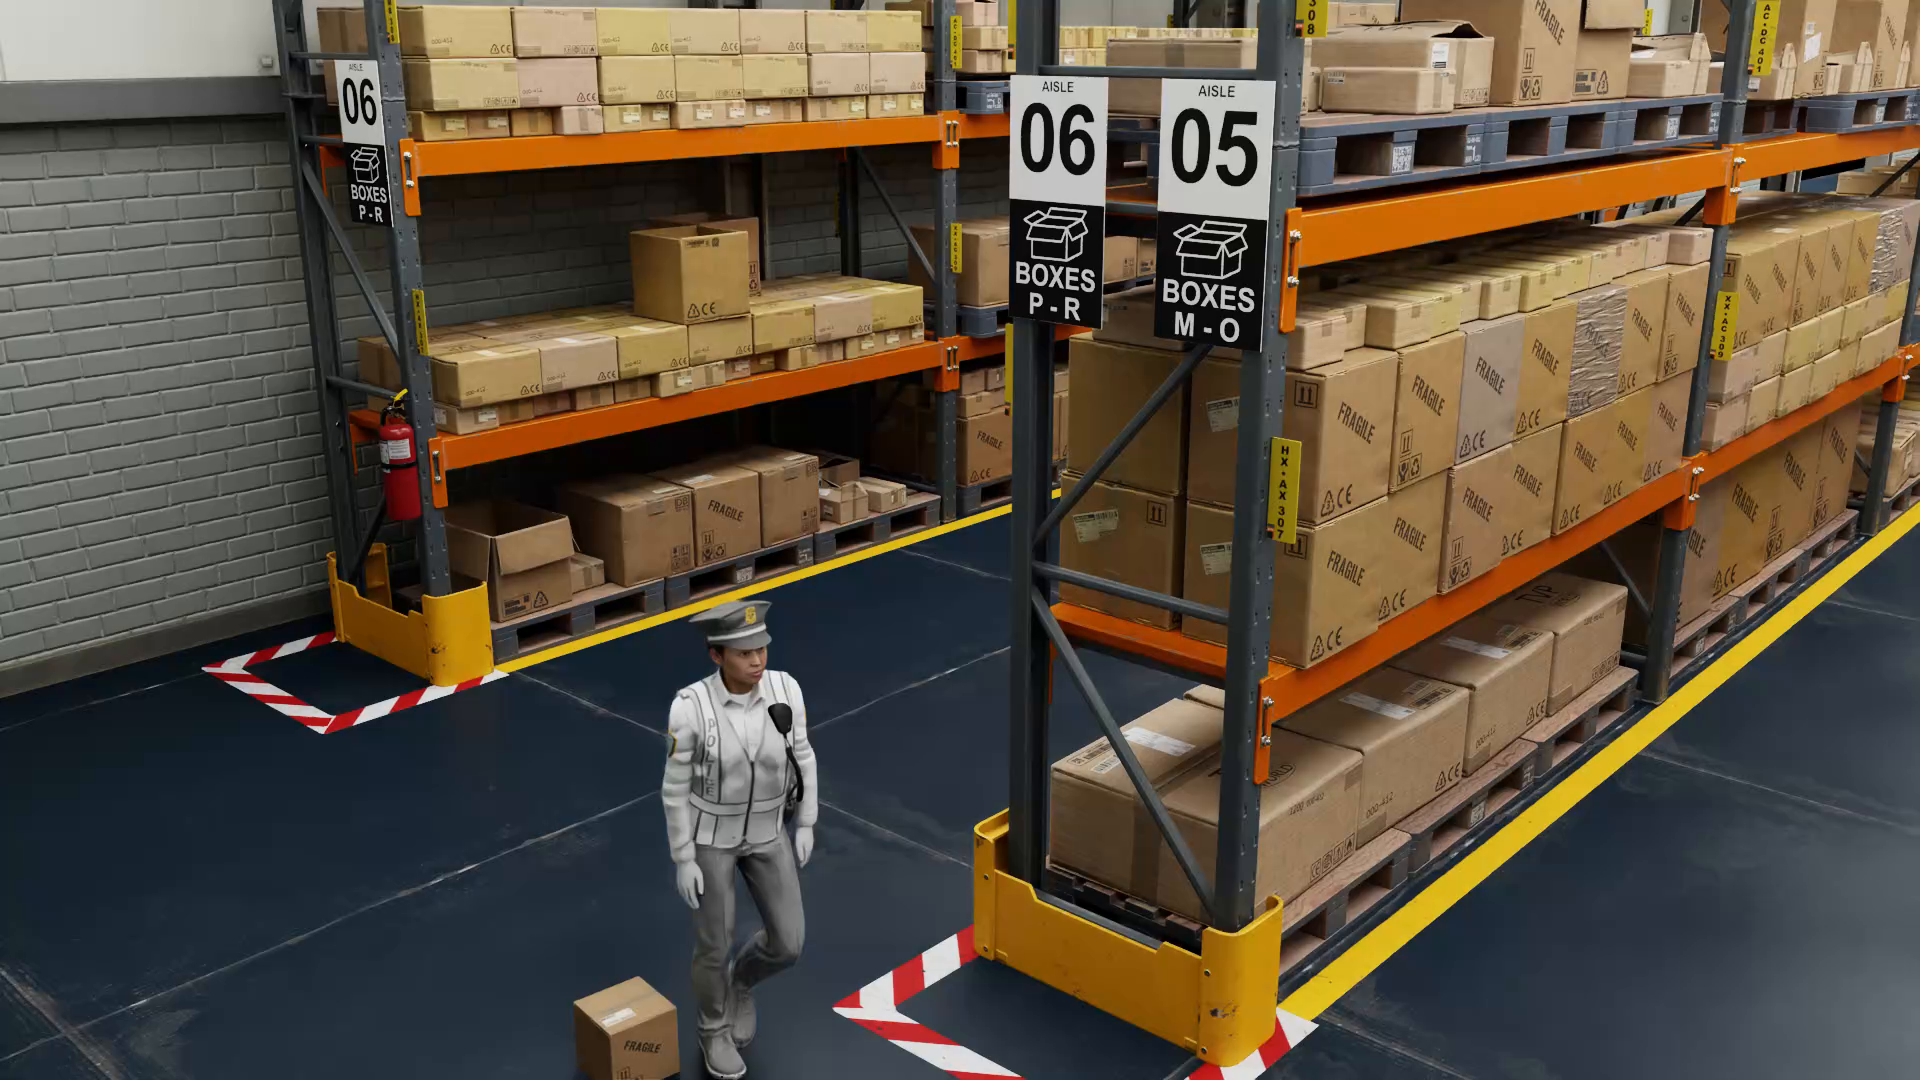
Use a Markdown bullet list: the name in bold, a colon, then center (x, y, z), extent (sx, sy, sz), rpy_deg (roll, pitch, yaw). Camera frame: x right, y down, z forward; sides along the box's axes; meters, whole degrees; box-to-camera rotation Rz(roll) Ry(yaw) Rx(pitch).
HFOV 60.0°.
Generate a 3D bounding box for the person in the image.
- **person**: center (-0.658, 0.986, 5.322), extent (0.521, 1.701, 0.476), rpy_deg (-9, 19, -27)
